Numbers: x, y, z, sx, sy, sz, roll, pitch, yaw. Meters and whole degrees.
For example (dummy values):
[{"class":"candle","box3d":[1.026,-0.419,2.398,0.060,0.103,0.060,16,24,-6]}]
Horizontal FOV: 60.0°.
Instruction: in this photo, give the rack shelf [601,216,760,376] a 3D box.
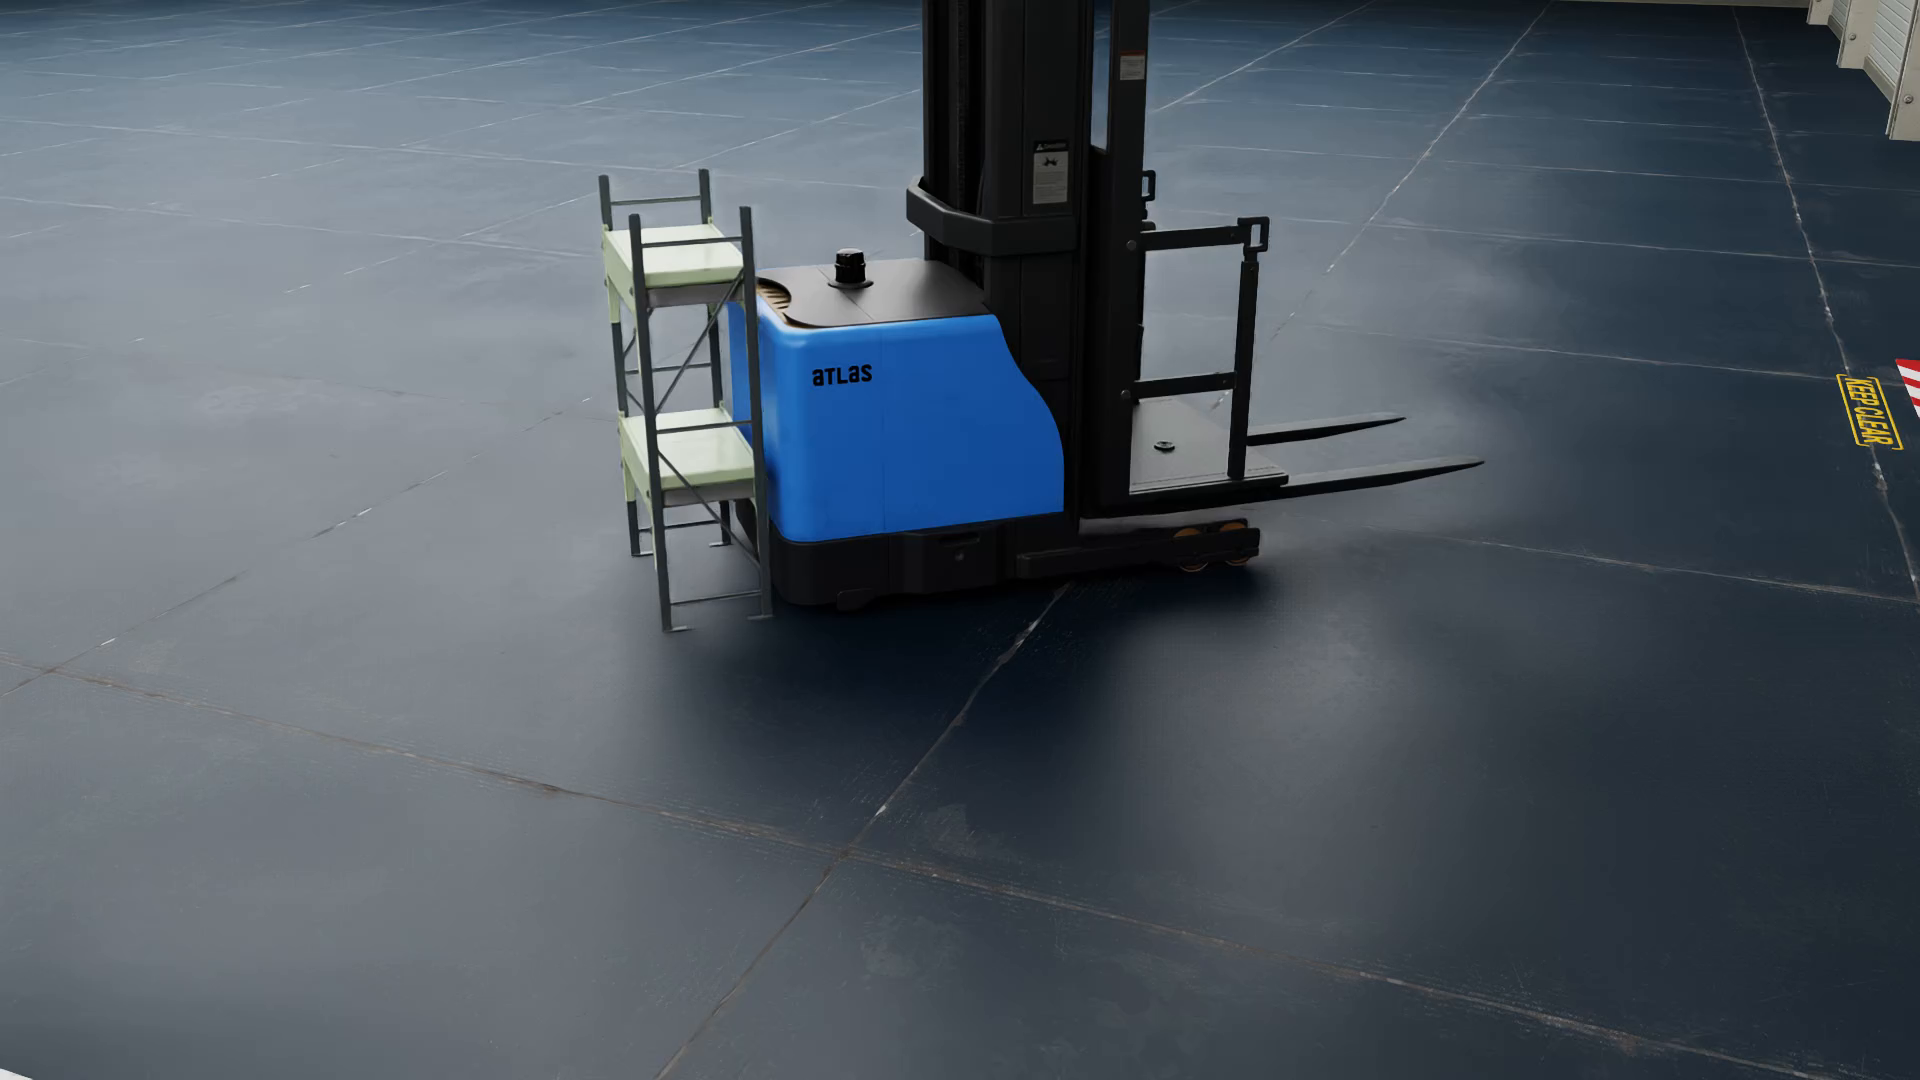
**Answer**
[{"class":"rack shelf","box3d":[-0.999,-0.879,5.893,0.431,0.370,0.720,-8,24,-17]}]

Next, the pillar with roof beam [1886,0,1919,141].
[{"class":"pillar with roof beam","box3d":[5.137,-8.658,15.802,9.100,9.000,0.400,9,24,20]}]

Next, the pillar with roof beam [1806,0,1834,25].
[{"class":"pillar with roof beam","box3d":[9.594,-12.952,26.083,9.100,9.000,0.400,9,24,20]}]

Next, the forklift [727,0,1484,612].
[{"class":"forklift","box3d":[0.655,-1.413,6.331,3.031,2.935,1.130,-7,24,-17]}]

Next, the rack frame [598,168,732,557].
[{"class":"rack frame","box3d":[-1.116,-0.652,6.363,0.400,1.500,0.023,-8,24,-17]}]

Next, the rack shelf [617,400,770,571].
[{"class":"rack shelf","box3d":[-0.996,-0.218,6.169,0.431,0.370,0.720,-8,24,-17]}]

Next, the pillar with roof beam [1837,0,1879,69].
[{"class":"pillar with roof beam","box3d":[7.366,-10.805,20.943,9.100,9.000,0.400,9,24,20]}]

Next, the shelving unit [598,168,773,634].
[{"class":"shelving unit","box3d":[-0.997,-0.519,6.043,0.431,1.500,0.755,-8,24,-17]}]

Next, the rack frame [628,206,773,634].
[{"class":"rack frame","box3d":[-0.879,-0.385,5.724,0.400,1.500,0.023,-8,24,-17]}]
